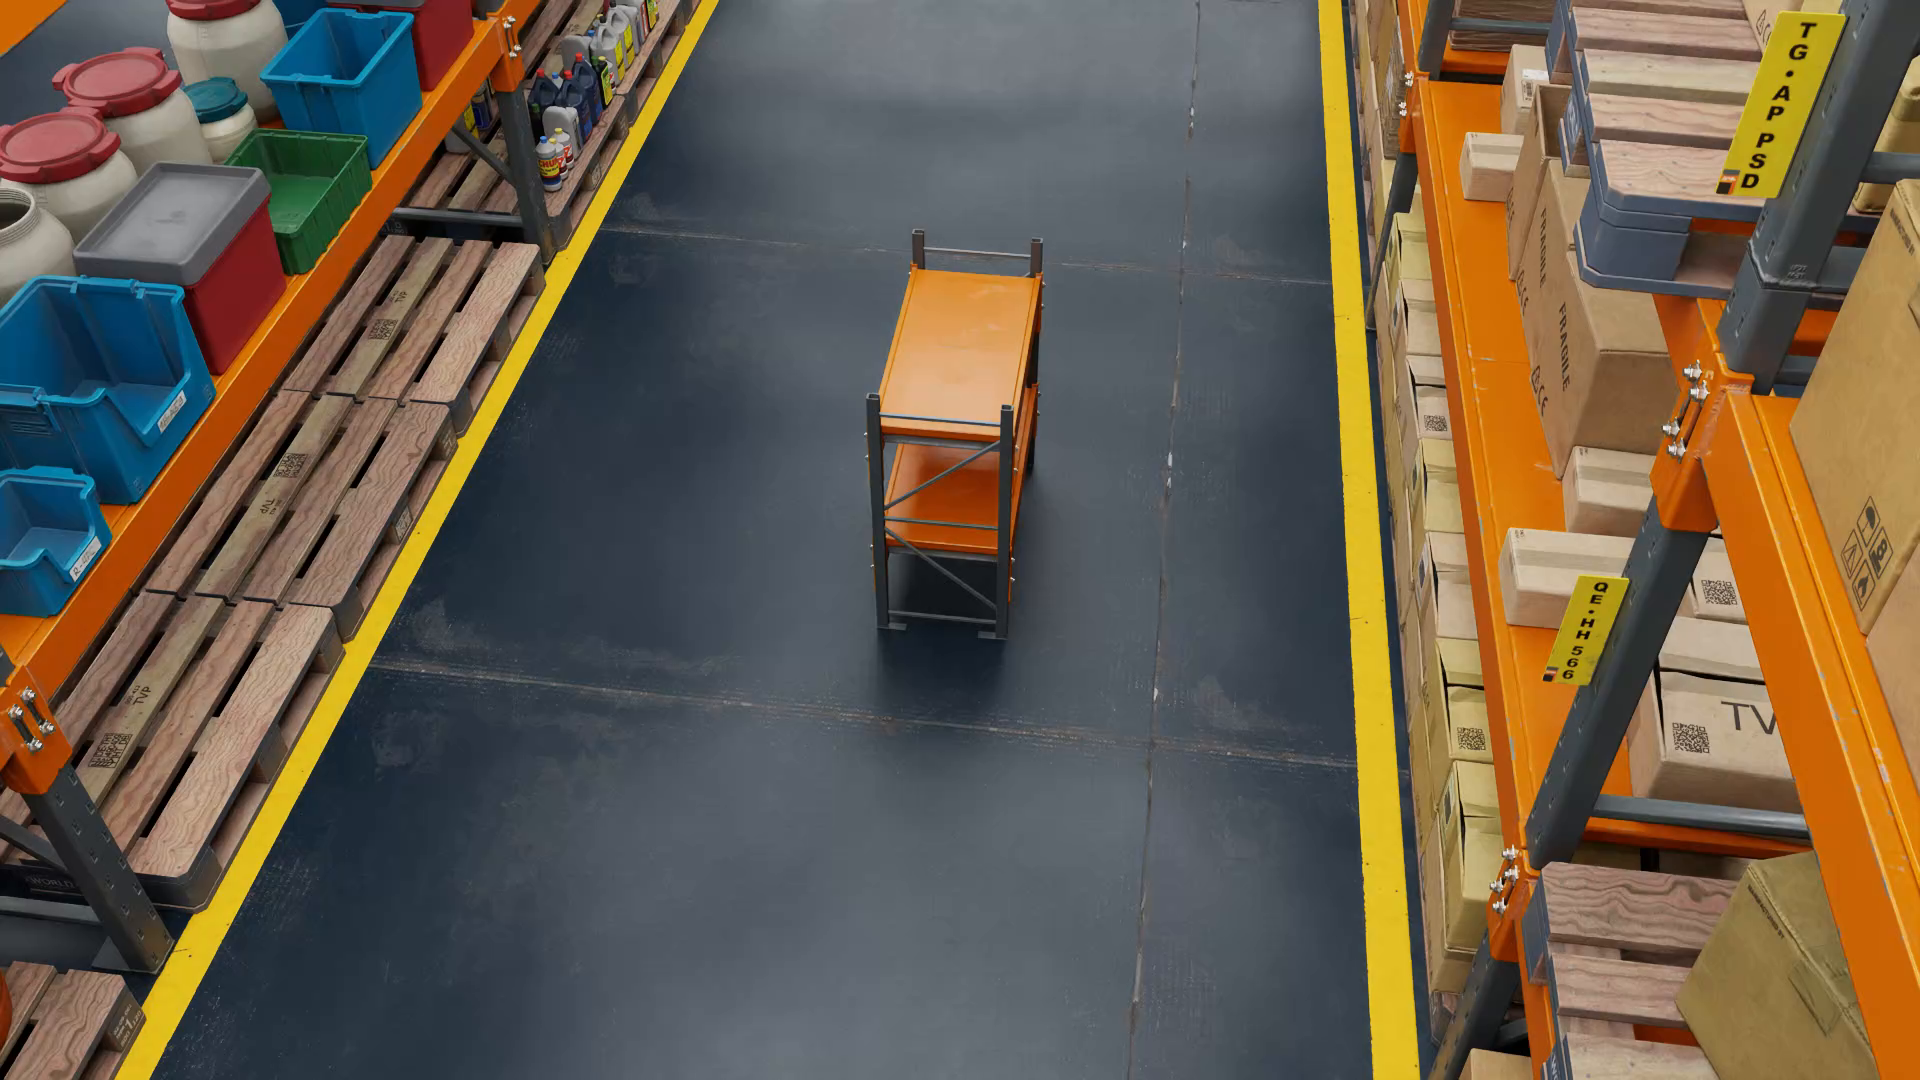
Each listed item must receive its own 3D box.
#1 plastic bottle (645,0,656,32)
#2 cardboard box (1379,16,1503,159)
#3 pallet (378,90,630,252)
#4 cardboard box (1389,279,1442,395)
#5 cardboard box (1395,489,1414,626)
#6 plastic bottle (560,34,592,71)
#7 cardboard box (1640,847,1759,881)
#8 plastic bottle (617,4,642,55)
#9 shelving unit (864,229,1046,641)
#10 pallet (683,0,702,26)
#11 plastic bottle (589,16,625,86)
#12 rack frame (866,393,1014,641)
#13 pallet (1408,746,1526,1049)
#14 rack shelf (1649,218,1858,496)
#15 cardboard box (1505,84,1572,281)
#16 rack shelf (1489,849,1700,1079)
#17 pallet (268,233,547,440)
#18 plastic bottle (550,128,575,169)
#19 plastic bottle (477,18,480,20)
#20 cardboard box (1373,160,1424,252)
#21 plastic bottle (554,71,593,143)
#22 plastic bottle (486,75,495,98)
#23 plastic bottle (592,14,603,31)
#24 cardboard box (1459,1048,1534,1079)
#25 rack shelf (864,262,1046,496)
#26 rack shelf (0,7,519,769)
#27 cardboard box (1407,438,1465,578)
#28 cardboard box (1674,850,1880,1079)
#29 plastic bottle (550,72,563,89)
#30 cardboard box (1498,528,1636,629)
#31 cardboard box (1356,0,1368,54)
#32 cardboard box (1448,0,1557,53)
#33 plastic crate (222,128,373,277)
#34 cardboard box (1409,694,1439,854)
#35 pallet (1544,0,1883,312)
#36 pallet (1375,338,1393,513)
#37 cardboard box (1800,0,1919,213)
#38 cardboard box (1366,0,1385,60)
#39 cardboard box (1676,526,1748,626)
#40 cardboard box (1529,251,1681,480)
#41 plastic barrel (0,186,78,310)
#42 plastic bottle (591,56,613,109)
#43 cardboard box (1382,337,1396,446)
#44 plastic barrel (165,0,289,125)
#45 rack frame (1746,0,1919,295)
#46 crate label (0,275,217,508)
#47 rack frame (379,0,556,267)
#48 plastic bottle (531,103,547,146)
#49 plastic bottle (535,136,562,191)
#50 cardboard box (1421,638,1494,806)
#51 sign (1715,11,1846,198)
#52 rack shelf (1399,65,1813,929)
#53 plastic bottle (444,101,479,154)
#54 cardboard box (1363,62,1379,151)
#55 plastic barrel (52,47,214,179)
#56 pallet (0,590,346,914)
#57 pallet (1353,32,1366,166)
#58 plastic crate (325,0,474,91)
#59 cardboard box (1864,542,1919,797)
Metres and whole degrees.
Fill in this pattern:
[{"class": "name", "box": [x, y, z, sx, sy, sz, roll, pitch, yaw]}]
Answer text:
[{"class": "plastic bottle", "box": [-1.785, -3.043, 9.438, 0.061, 0.283, 0.133, 6, 44, 7]}, {"class": "cardboard box", "box": [2.324, -2.165, 8.004, 0.500, 0.500, 0.500, 5, 44, 6]}, {"class": "pallet", "box": [-2.378, -1.958, 8.664, 1.003, 0.211, 1.213, 5, 44, 6]}, {"class": "cardboard box", "box": [2.028, -0.821, 6.722, 0.500, 0.311, 0.500, 5, 44, 5]}, {"class": "cardboard box", "box": [1.899, 0.083, 6.175, 0.500, 0.250, 0.500, 6, 44, 6]}, {"class": "plastic bottle", "box": [-2.059, -2.614, 8.990, 0.152, 0.276, 0.135, 5, 44, 6]}, {"class": "cardboard box", "box": [2.233, 0.975, 4.825, 0.500, 0.311, 0.500, 7, 44, 7]}, {"class": "plastic bottle", "box": [-1.866, -2.858, 9.247, 0.152, 0.276, 0.135, 4, 44, 4]}, {"class": "shelving unit", "box": [-0.001, -0.404, 6.358, 0.538, 1.125, 1.048, 5, 44, 6]}, {"class": "pallet", "box": [-2.055, -3.620, 10.420, 1.003, 0.211, 1.213, 5, 44, 6]}, {"class": "plastic bottle", "box": [-1.909, -2.645, 8.968, 0.144, 0.351, 0.185, 5, 44, 5]}, {"class": "rack frame", "box": [-0.068, -0.057, 5.992, 0.500, 1.125, 0.032, 5, 44, 6]}, {"class": "pallet", "box": [2.020, 1.118, 5.416, 1.003, 0.211, 1.213, 5, 44, 6]}, {"class": "rack shelf", "box": [2.137, -1.528, 4.524, 1.077, 0.370, 4.000, 5, 44, 6]}, {"class": "cardboard box", "box": [2.214, -1.219, 5.783, 0.500, 0.500, 0.500, 8, 44, 9]}, {"class": "rack shelf", "box": [1.608, 2.287, 2.676, 1.077, 0.370, 4.000, 5, 44, 6]}, {"class": "pallet", "box": [-2.574, -0.965, 7.616, 1.003, 0.211, 1.213, 5, 44, 6]}, {"class": "plastic bottle", "box": [-2.005, -1.976, 8.370, 0.097, 0.201, 0.097, 0, 43, 0]}, {"class": "plastic bottle", "box": [-2.613, -2.764, 9.152, 0.097, 0.271, 0.097, 0, 43, 0]}, {"class": "cardboard box", "box": [2.246, -1.553, 7.903, 0.500, 0.250, 0.500, 5, 44, 6]}, {"class": "plastic bottle", "box": [-1.990, -2.226, 8.526, 0.144, 0.351, 0.185, 6, 44, 7]}, {"class": "plastic bottle", "box": [-2.536, -2.514, 8.879, 0.061, 0.283, 0.133, 5, 44, 6]}, {"class": "plastic bottle", "box": [-1.993, -2.829, 9.272, 0.097, 0.201, 0.097, 0, 43, 0]}, {"class": "cardboard box", "box": [1.529, 1.695, 4.276, 0.500, 0.500, 0.500, 7, 44, 7]}, {"class": "rack shelf", "box": [-0.001, -0.616, 6.157, 0.538, 0.278, 1.000, 5, 44, 6]}, {"class": "rack shelf", "box": [-2.773, -0.892, 6.034, 1.077, 0.370, 4.000, 5, 44, 6]}, {"class": "cardboard box", "box": [1.898, -0.114, 5.976, 0.500, 0.311, 0.500, 6, 44, 7]}, {"class": "cardboard box", "box": [1.901, 0.913, 3.226, 0.700, 0.500, 0.500, -8, 44, -9]}, {"class": "plastic bottle", "box": [-2.091, -2.307, 8.670, 0.097, 0.271, 0.097, 0, 43, 0]}, {"class": "cardboard box", "box": [1.717, 0.116, 4.629, 0.380, 0.149, 0.250, 5, 44, 6]}, {"class": "cardboard box", "box": [2.510, -2.916, 9.343, 0.500, 0.250, 0.500, 5, 44, 6]}, {"class": "cardboard box", "box": [2.454, -2.403, 7.033, 0.700, 0.500, 0.500, 4, 44, 4]}, {"class": "plastic crate", "box": [-2.459, -1.227, 6.018, 0.450, 0.188, 0.662, 5, 44, 6]}, {"class": "cardboard box", "box": [1.765, 0.776, 5.443, 0.500, 0.250, 0.500, 5, 44, 5]}, {"class": "pallet", "box": [1.874, -0.829, 3.399, 1.213, 0.211, 1.003, 7, 44, 7]}, {"class": "pallet", "box": [2.342, -0.545, 7.172, 1.003, 0.211, 1.213, 5, 44, 6]}, {"class": "cardboard box", "box": [1.877, -0.839, 3.076, 0.500, 0.250, 0.500, 2, 43, 2]}, {"class": "cardboard box", "box": [2.438, -2.849, 8.726, 0.500, 0.500, 0.500, 5, 44, 6]}, {"class": "cardboard box", "box": [2.183, 0.103, 4.524, 0.500, 0.311, 0.500, 5, 44, 5]}, {"class": "cardboard box", "box": [2.078, -0.519, 5.043, 0.500, 0.500, 0.500, 3, 44, 3]}, {"class": "plastic barrel", "box": [-3.057, -0.838, 5.372, 0.421, 0.512, 0.421, 0, 43, 0]}, {"class": "plastic bottle", "box": [-1.902, -2.439, 8.800, 0.061, 0.283, 0.133, 7, 44, 7]}, {"class": "cardboard box", "box": [2.033, -0.617, 6.914, 0.500, 0.250, 0.500, 6, 44, 7]}, {"class": "plastic barrel", "box": [-2.852, -1.933, 6.511, 0.433, 0.535, 0.433, 0, 43, 0]}, {"class": "rack frame", "box": [1.872, -1.516, 1.806, 1.000, 3.000, 0.127, 5, 44, 6]}, {"class": "crate label", "box": [-2.638, -0.455, 5.024, 0.502, 0.435, 0.616, 5, 44, 6]}, {"class": "rack frame", "box": [-2.508, -2.516, 7.226, 1.000, 3.000, 0.127, 5, 44, 6]}, {"class": "plastic bottle", "box": [-2.122, -2.099, 8.441, 0.061, 0.283, 0.133, 5, 44, 6]}, {"class": "plastic bottle", "box": [-2.032, -1.863, 8.200, 0.097, 0.271, 0.097, 0, 43, 0]}, {"class": "cardboard box", "box": [1.760, 0.571, 5.252, 0.500, 0.311, 0.500, 5, 44, 5]}, {"class": "sign", "box": [1.323, -0.699, 2.691, 0.100, 0.325, 0.005, 5, 44, 6]}, {"class": "rack shelf", "box": [2.137, -0.439, 5.555, 1.077, 0.370, 4.000, 5, 44, 6]}, {"class": "plastic bottle", "box": [-2.566, -2.166, 8.463, 0.144, 0.351, 0.185, 5, 44, 6]}, {"class": "cardboard box", "box": [2.373, -2.235, 8.623, 0.500, 0.250, 0.500, 5, 44, 6]}, {"class": "plastic barrel", "box": [-2.949, -1.433, 5.983, 0.433, 0.535, 0.433, 0, 43, 0]}, {"class": "pallet", "box": [-2.896, 0.698, 5.859, 1.003, 0.211, 1.213, 5, 44, 6]}, {"class": "pallet", "box": [2.707, -2.423, 9.155, 1.003, 0.211, 1.213, 5, 44, 6]}, {"class": "plastic crate", "box": [-2.269, -2.182, 6.826, 0.402, 0.464, 0.583, 5, 44, 6]}, {"class": "cardboard box", "box": [1.781, 0.185, 2.118, 0.910, 0.500, 0.500, 5, 44, 6]}]
